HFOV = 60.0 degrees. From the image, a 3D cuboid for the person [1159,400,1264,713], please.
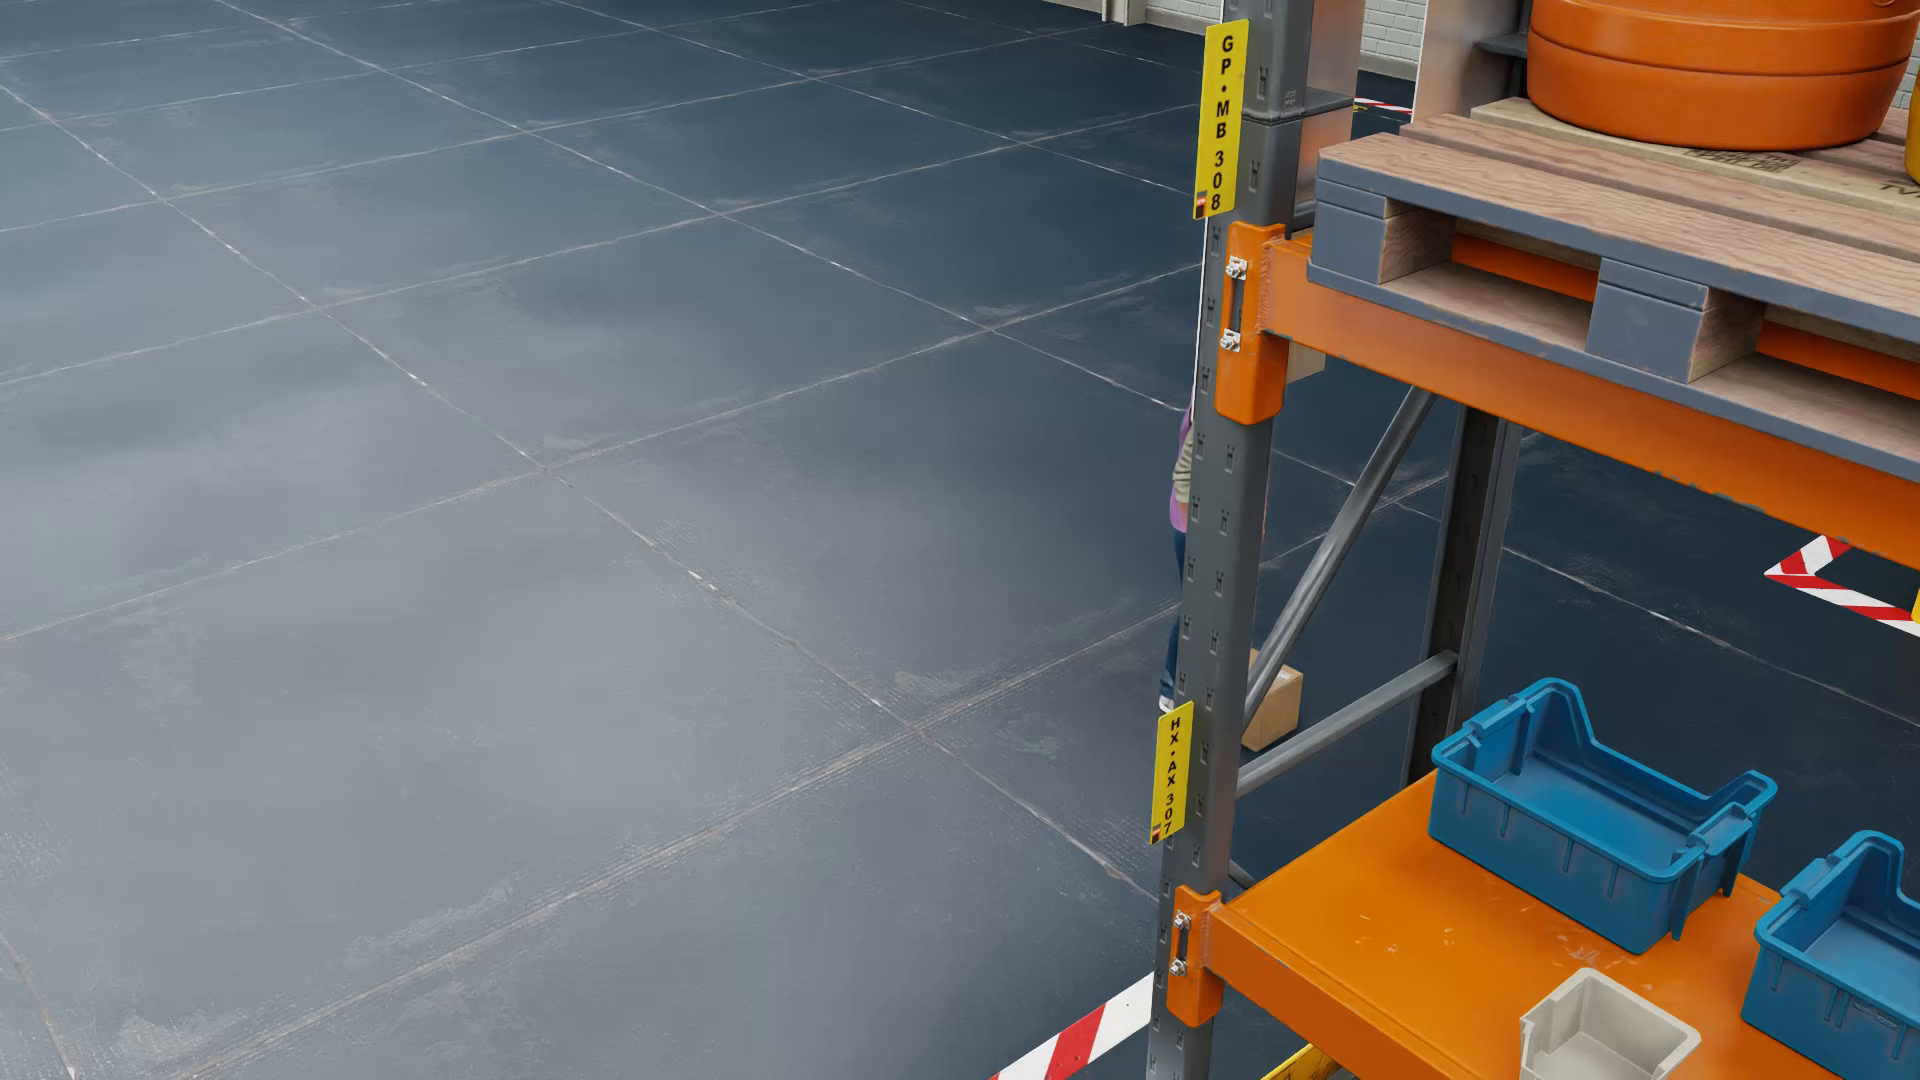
[{"bbox_3d":[0.970,-0.057,6.241,0.464,1.591,0.343,-24,36,-36],"label":"person"}]
